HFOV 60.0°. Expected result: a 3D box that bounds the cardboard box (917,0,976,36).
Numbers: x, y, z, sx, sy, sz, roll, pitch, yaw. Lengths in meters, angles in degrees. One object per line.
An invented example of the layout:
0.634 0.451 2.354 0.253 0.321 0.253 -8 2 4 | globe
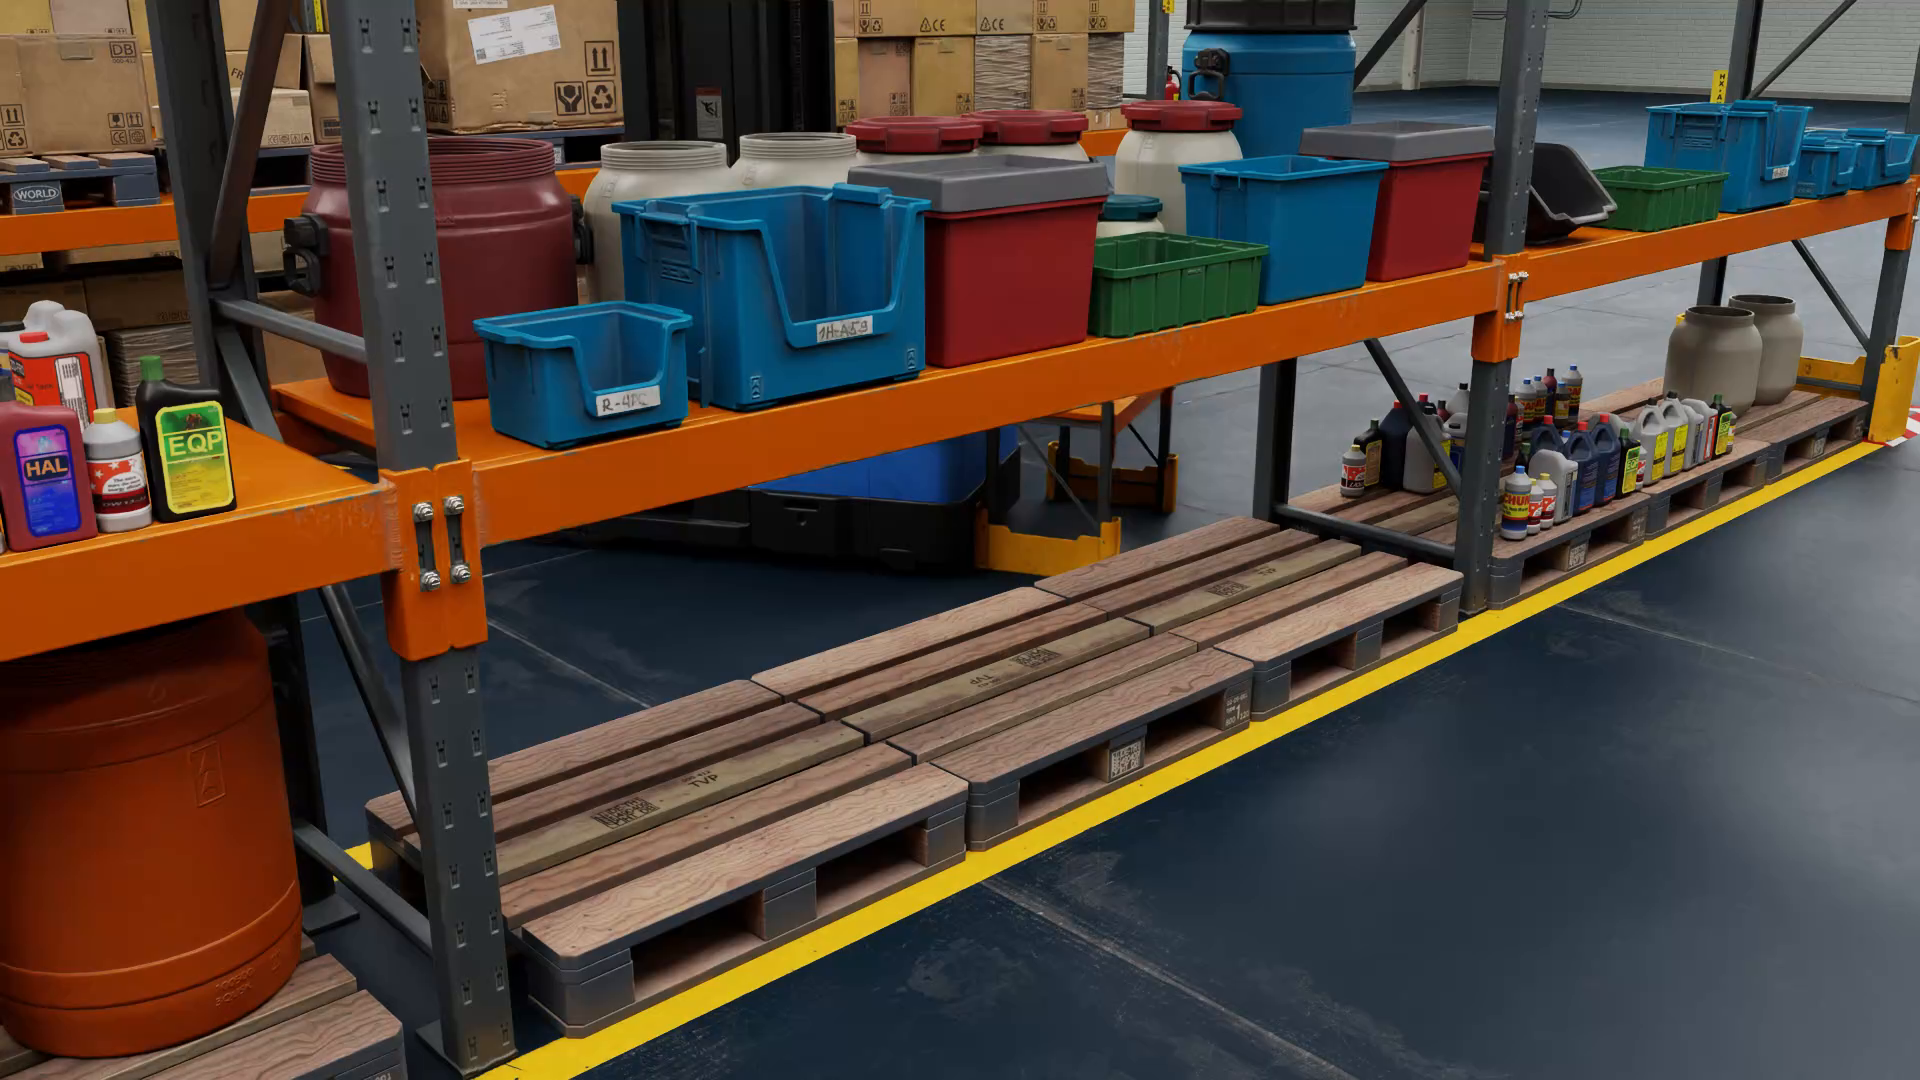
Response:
-0.250 -3.399 10.338 0.500 0.500 0.500 -16 24 -41 | cardboard box

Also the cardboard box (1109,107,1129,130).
1.008 -2.996 11.770 0.250 0.149 0.380 -16 24 -41 | cardboard box

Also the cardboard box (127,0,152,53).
-5.896 -3.815 12.105 0.500 0.500 0.700 -17 24 -42 | cardboard box

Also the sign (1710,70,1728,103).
4.101 -2.369 8.978 0.005 0.325 0.100 -16 24 -41 | sign

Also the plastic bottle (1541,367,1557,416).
2.768 -0.672 7.883 0.133 0.283 0.061 -16 24 -40 | plastic bottle

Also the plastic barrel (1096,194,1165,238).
0.503 -0.953 5.285 0.301 0.262 0.301 0 18 0 | plastic barrel

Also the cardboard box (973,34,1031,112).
-0.019 -3.072 10.952 0.500 0.500 0.875 -16 24 -41 | cardboard box

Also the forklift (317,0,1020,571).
-1.312 -1.510 6.891 3.031 2.935 1.130 5 19 15 | forklift

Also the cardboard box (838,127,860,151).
-0.732 -2.442 10.060 0.250 0.149 0.380 -16 24 -41 | cardboard box

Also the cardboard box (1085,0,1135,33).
0.844 -3.715 11.315 0.500 0.500 0.500 -16 24 -41 | cardboard box

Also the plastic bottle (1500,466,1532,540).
2.103 -0.146 6.281 0.097 0.271 0.097 0 18 0 | plastic bottle

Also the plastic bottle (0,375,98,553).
-1.505 -0.132 2.717 0.133 0.283 0.061 -16 24 -41 | plastic bottle

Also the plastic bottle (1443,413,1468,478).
2.099 -0.393 7.035 0.135 0.276 0.152 -16 24 -41 | plastic bottle

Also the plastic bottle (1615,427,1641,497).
2.727 -0.326 6.817 0.133 0.283 0.061 -15 23 -38 | plastic bottle

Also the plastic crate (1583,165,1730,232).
2.750 -1.389 6.748 0.662 0.188 0.450 -16 24 -41 | plastic crate

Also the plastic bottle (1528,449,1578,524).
2.319 -0.223 6.511 0.135 0.276 0.152 -15 23 -39 | plastic bottle

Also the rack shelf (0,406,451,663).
-2.790 0.349 2.213 4.000 0.370 1.077 -16 24 -41 | rack shelf

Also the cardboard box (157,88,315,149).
-3.364 -1.959 7.727 0.500 0.250 0.500 17 25 42 | cardboard box

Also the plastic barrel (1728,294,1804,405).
4.051 -0.972 8.473 0.421 0.512 0.421 0 18 0 | plastic barrel

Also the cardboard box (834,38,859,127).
-1.076 -2.744 9.939 0.500 0.500 0.875 -16 24 -41 | cardboard box

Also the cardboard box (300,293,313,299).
-3.060 -1.054 8.713 0.700 0.500 0.500 15 23 39 | cardboard box

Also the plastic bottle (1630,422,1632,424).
2.908 -0.409 7.205 0.097 0.201 0.097 0 18 0 | plastic bottle

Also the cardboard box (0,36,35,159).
-4.375 -1.898 7.133 0.500 0.500 0.500 14 23 37 | cardboard box

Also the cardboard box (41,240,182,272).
-6.260 -2.282 12.127 0.750 0.750 1.050 -16 24 -41 | cardboard box

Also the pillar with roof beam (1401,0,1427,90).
14.483 -14.855 38.212 0.400 9.000 9.100 -16 24 -41 | pillar with roof beam

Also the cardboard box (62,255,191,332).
-3.895 -1.168 7.847 0.500 0.250 0.500 -13 22 -35 | cardboard box

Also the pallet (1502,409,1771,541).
2.973 -0.331 7.665 1.213 0.211 1.003 -16 24 -41 | pallet

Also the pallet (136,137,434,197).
-3.329 -1.865 8.184 1.213 0.211 1.003 -16 24 -41 | pallet

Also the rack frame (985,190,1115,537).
0.346 -0.584 6.348 0.500 1.500 0.032 7 19 19 | rack frame

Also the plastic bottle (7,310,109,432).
-1.769 -0.305 3.263 0.135 0.276 0.152 -16 24 -41 | plastic bottle

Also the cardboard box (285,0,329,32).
-4.876 -4.163 12.968 0.550 0.550 0.875 -16 24 -41 | cardboard box

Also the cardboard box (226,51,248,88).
-5.363 -3.385 12.400 0.500 0.500 0.500 -16 24 -41 | cardboard box

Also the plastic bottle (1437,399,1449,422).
2.069 -0.468 7.255 0.133 0.283 0.061 -14 23 -37 | plastic bottle

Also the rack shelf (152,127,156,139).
-6.621 -2.742 11.745 4.000 0.370 1.077 -16 24 -41 | rack shelf

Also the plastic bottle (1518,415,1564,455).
2.342 -0.325 6.704 0.185 0.351 0.144 -16 24 -41 | plastic bottle

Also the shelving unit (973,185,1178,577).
0.516 -0.730 6.794 0.587 1.500 1.083 7 19 19 | shelving unit

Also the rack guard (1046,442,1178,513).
0.677 -0.282 7.436 0.587 0.250 0.087 7 19 19 | rack guard

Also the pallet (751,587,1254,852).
0.139 0.496 5.112 1.213 0.211 1.003 -16 24 -41 | pallet

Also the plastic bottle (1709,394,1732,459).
3.371 -0.514 7.396 0.133 0.283 0.061 -16 24 -40 | plastic bottle

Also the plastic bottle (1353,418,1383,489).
1.693 -0.358 6.917 0.133 0.283 0.061 -15 23 -38 | plastic bottle

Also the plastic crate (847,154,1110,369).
0.048 -0.722 4.244 0.583 0.464 0.402 -16 24 -41 | plastic crate

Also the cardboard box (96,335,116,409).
-4.266 -0.694 7.602 0.700 0.500 0.500 16 24 41 | cardboard box

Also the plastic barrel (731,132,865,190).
-0.430 -0.826 4.487 0.421 0.512 0.421 0 18 0 | plastic barrel

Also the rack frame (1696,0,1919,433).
4.476 -2.113 8.637 0.127 3.000 1.000 -16 24 -41 | rack frame

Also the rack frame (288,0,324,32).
-5.167 -3.508 12.941 0.127 3.000 1.000 -16 24 -41 | rack frame

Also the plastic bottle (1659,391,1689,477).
3.023 -0.462 7.127 0.185 0.351 0.144 -15 23 -39 | plastic bottle

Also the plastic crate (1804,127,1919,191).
4.318 -1.869 8.126 0.616 0.251 0.499 -16 24 -41 | plastic crate

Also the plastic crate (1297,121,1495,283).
1.428 -1.124 5.485 0.583 0.464 0.402 -16 24 -41 | plastic crate

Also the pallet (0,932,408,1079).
-1.881 1.085 3.295 1.213 0.211 1.003 -16 24 -41 | pallet

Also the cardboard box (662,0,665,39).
-1.331 -3.078 9.349 0.500 0.500 0.500 -16 24 -41 | cardboard box

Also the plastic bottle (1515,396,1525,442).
2.551 -0.562 7.677 0.097 0.201 0.097 0 18 0 | plastic bottle
